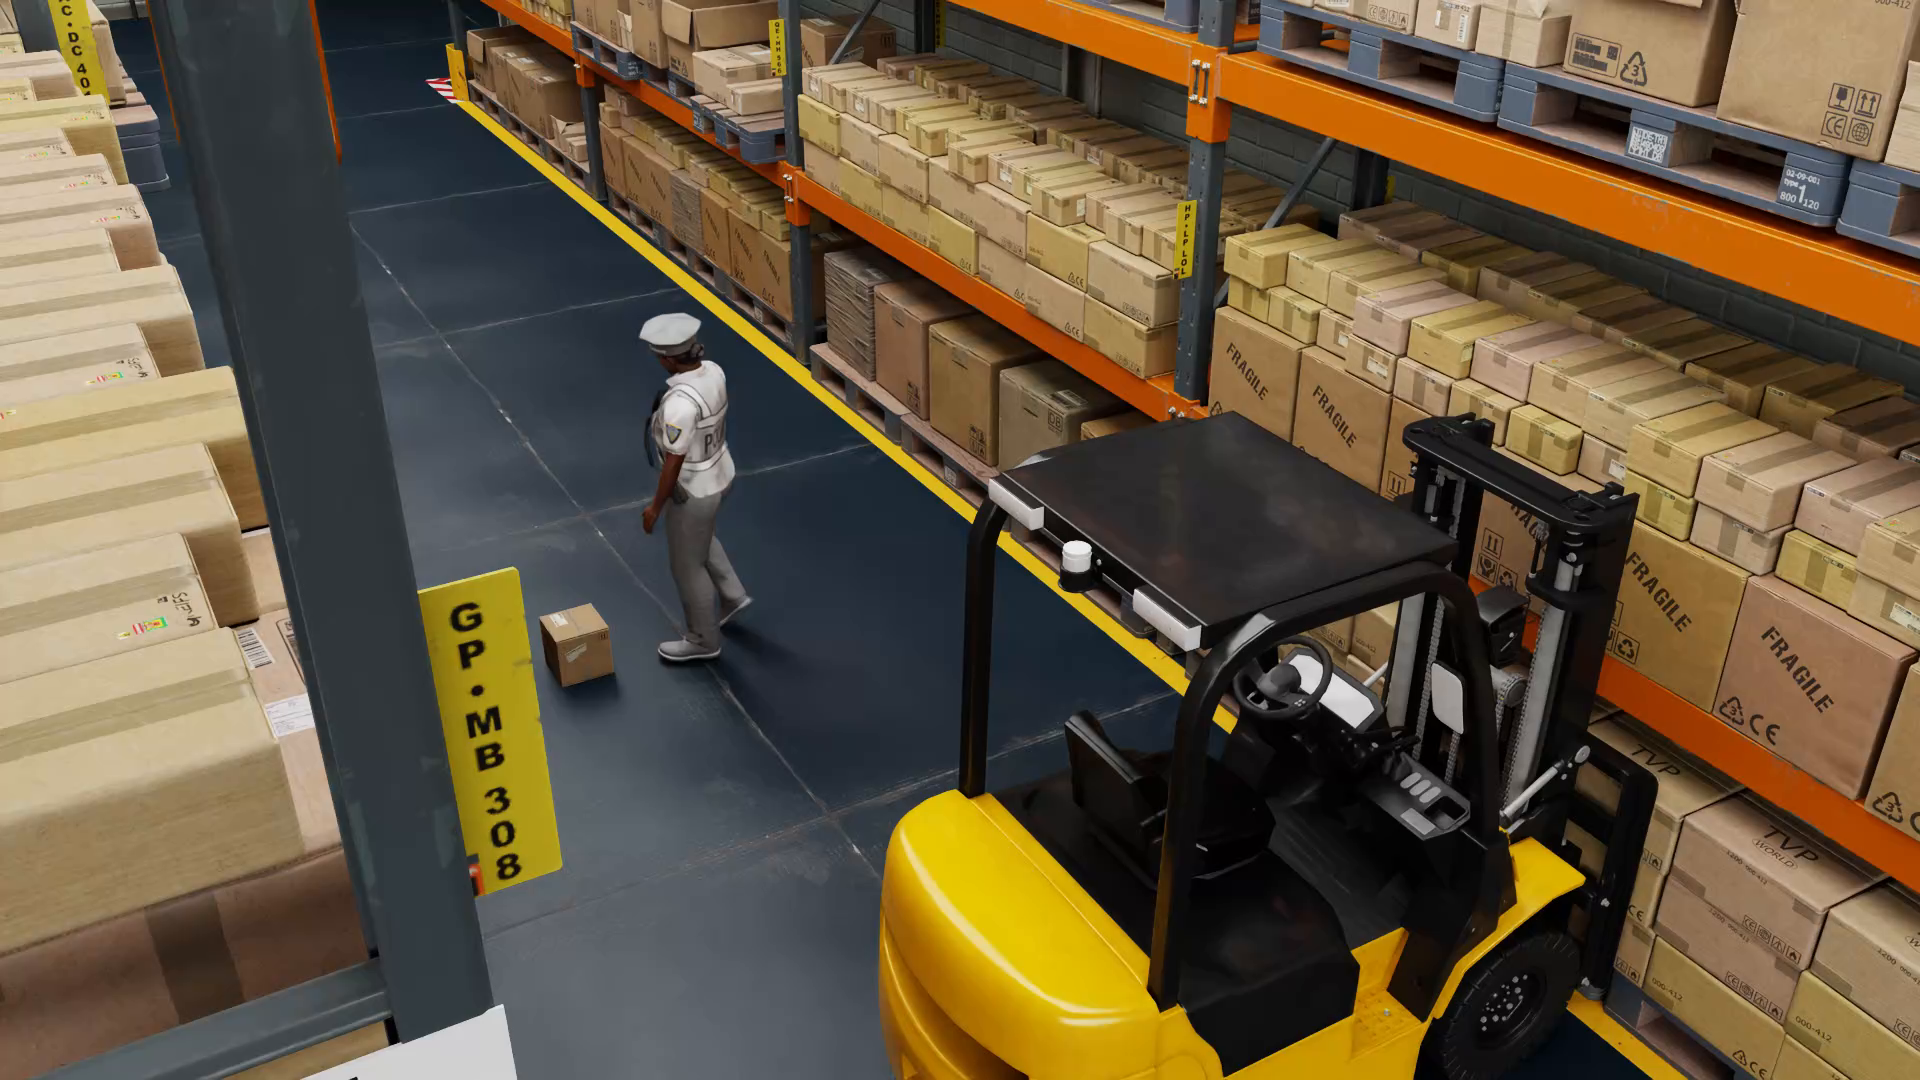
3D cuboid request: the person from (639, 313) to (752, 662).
[{"bbox_3d":[-1.205,-0.221,7.509,0.384,1.686,0.520,6,30,10],"label":"person"}]
